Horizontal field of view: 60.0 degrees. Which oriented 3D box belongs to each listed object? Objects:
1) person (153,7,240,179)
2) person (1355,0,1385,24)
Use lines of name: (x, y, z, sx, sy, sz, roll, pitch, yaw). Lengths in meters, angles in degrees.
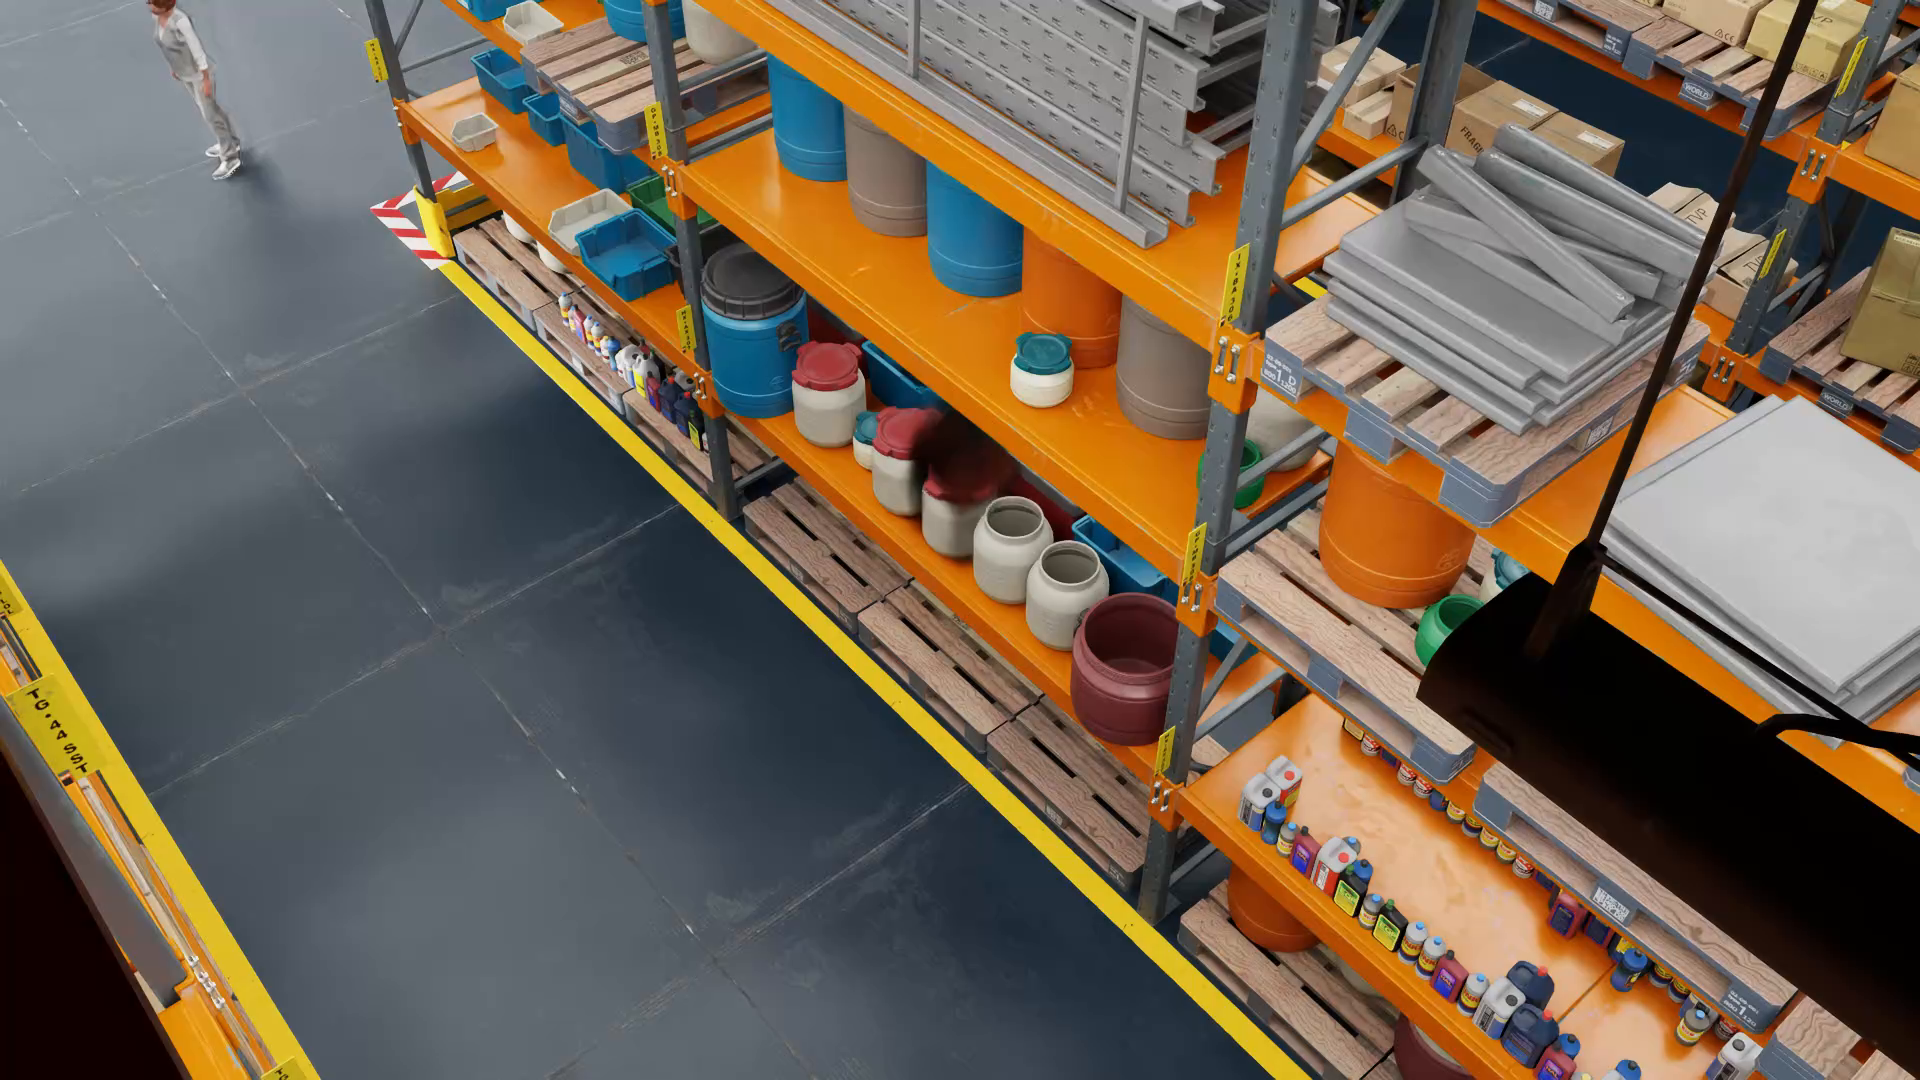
person: (-6.202, -3.662, 13.533, 0.403, 1.397, 0.415, 31, 54, 26)
person: (3.746, -5.505, 15.154, 0.423, 1.551, 0.599, -20, 50, -18)
